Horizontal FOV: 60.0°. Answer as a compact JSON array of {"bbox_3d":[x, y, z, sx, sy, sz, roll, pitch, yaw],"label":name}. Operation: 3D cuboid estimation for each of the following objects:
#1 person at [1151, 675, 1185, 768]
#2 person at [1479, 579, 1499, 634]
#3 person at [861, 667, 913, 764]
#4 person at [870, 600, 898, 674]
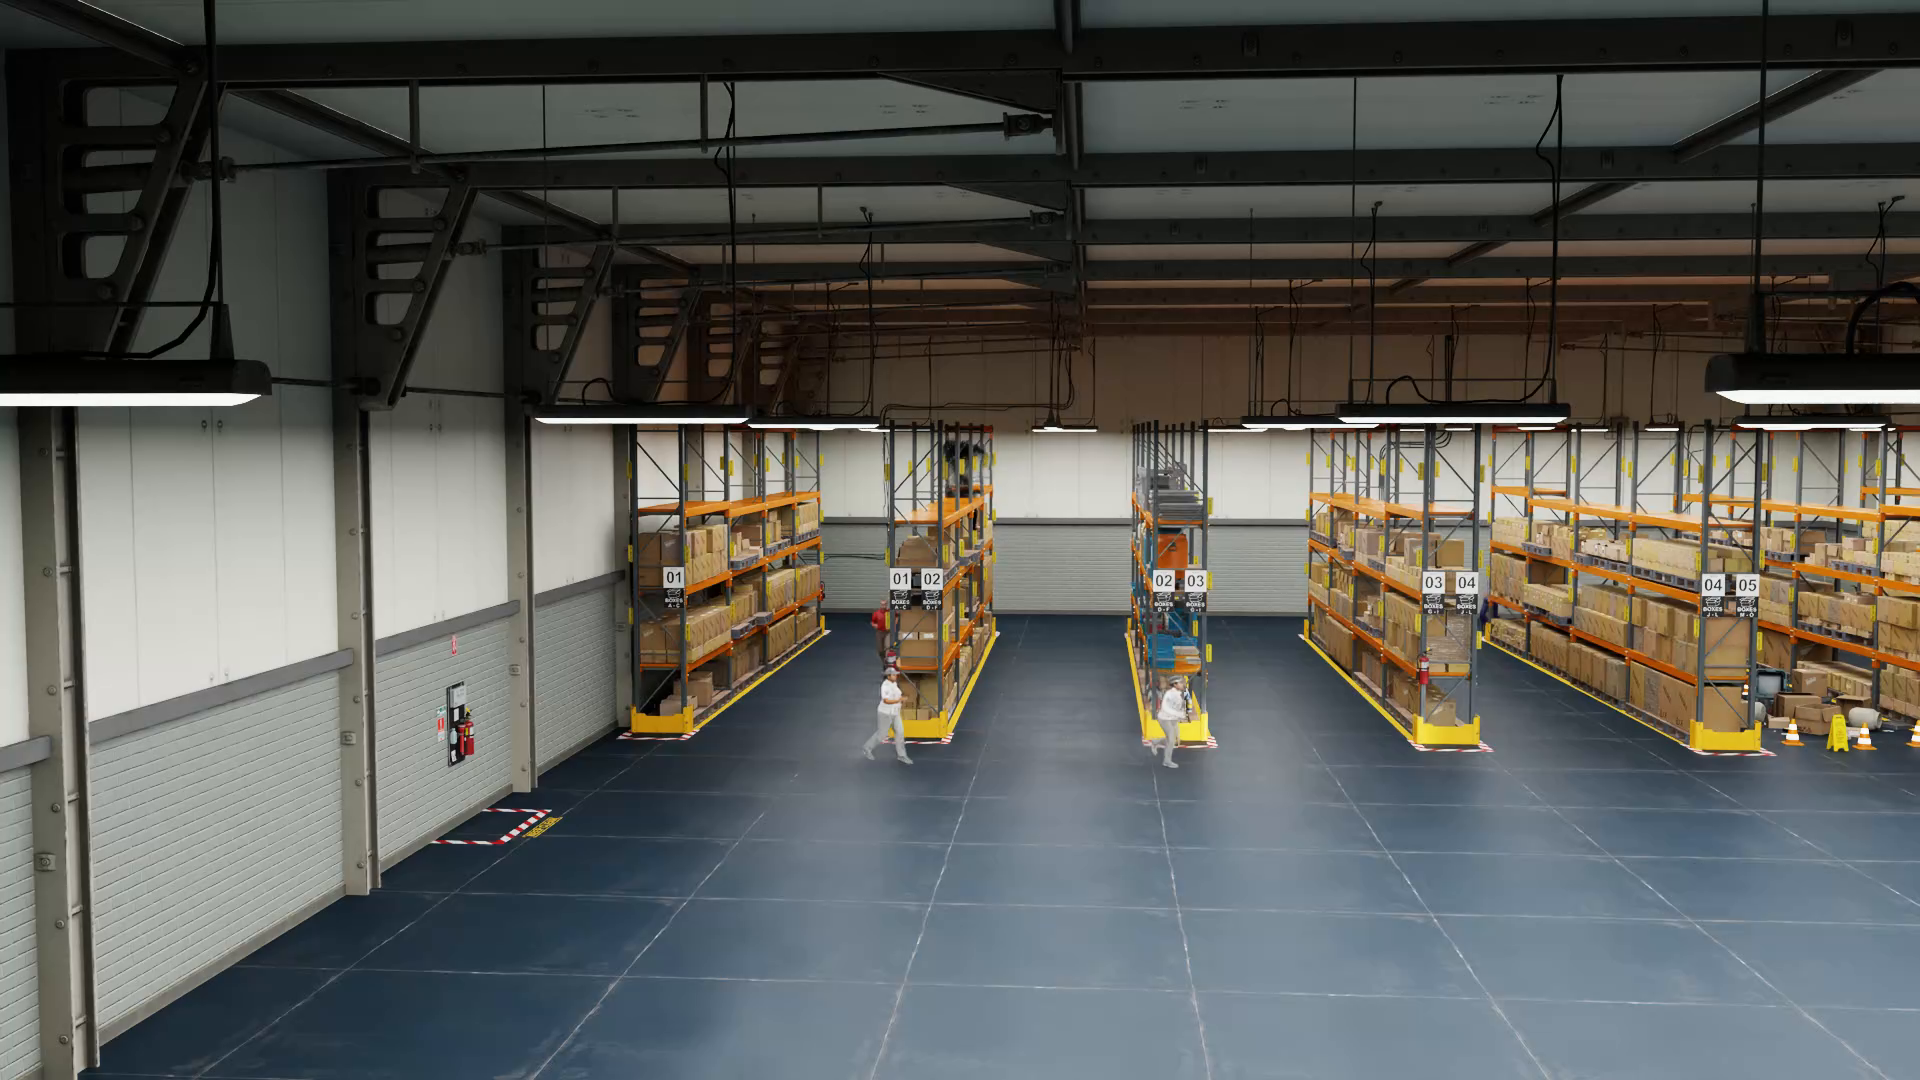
[{"bbox_3d":[3.592,3.107,28.642,0.697,1.635,0.602,3,4,36],"label":"person"},{"bbox_3d":[15.258,1.887,47.808,0.740,1.713,0.578,-2,4,-34],"label":"person"},{"bbox_3d":[-1.261,3.039,28.892,0.933,1.669,0.598,1,4,21],"label":"person"},{"bbox_3d":[-1.833,2.319,40.190,0.662,1.743,0.970,0,4,2],"label":"person"}]
